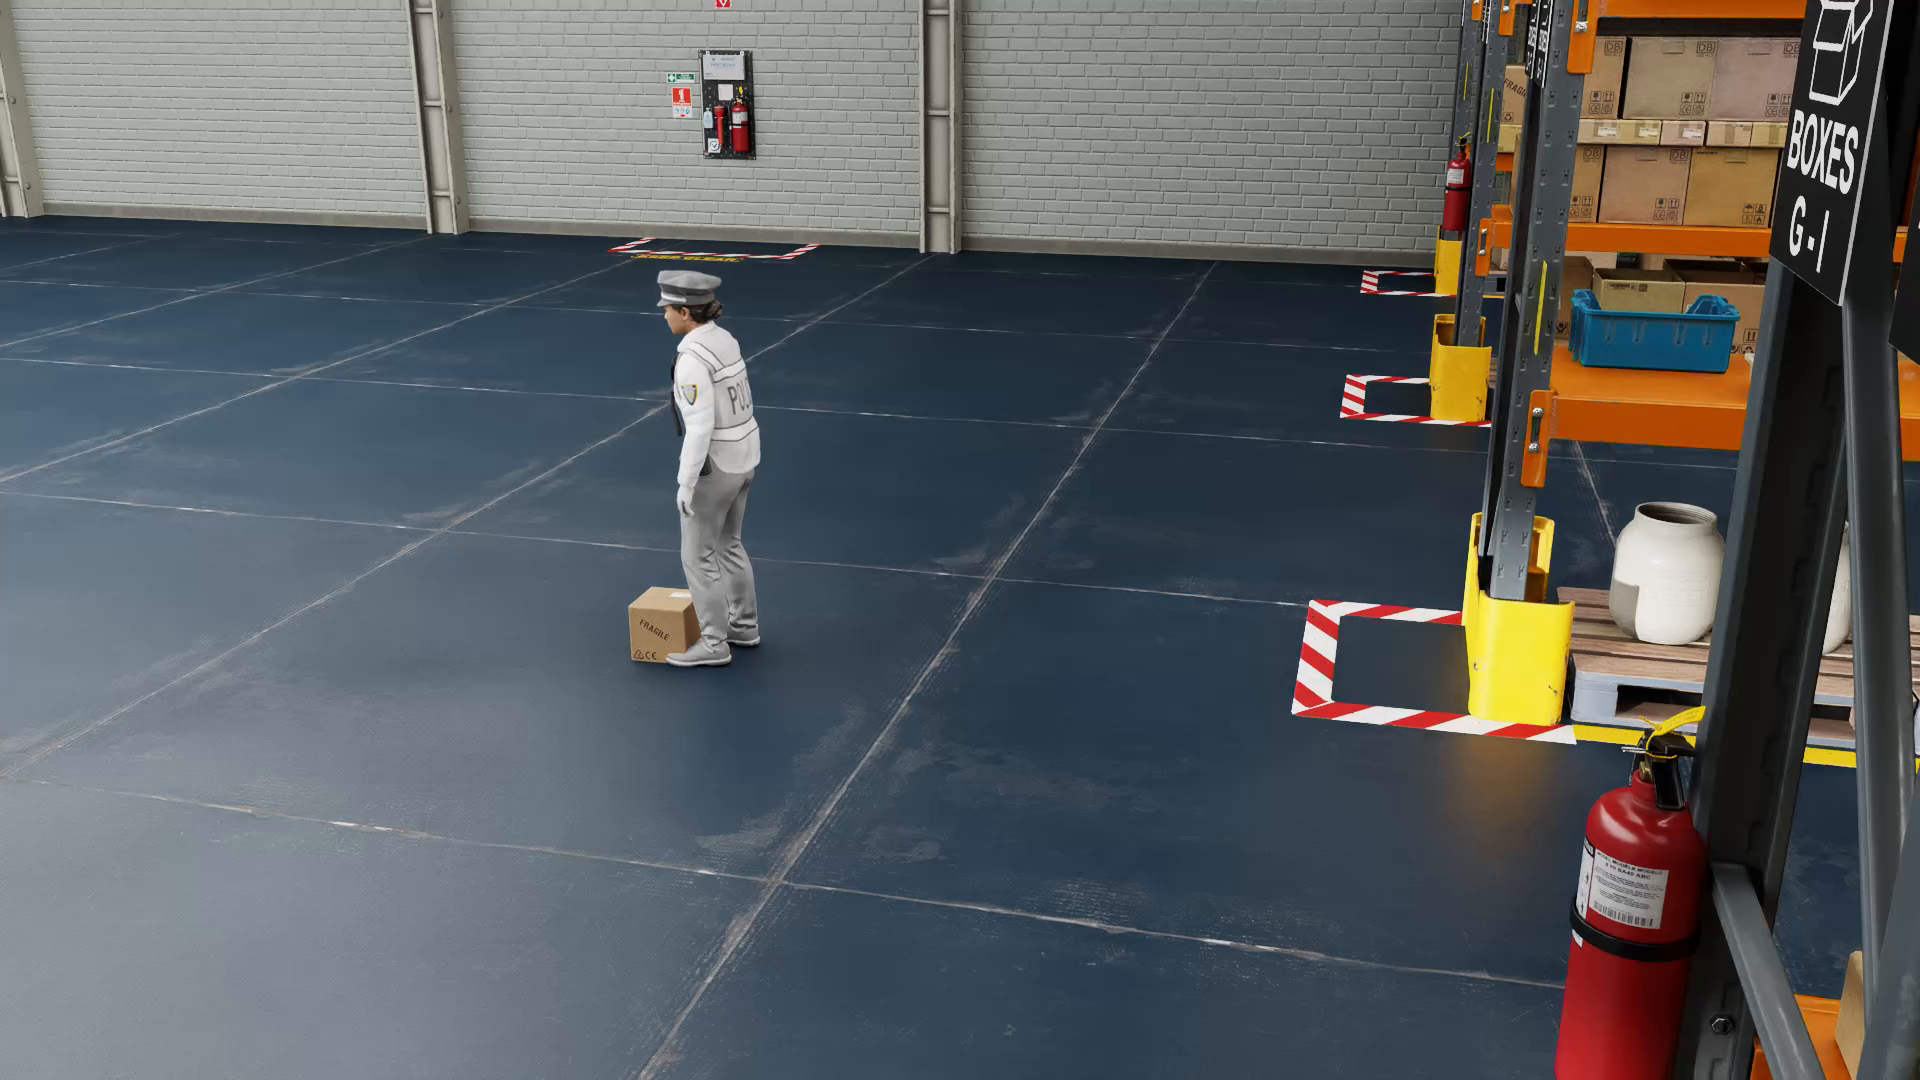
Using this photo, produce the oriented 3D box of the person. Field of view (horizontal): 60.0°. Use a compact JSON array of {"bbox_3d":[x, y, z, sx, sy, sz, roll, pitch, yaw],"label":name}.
[{"bbox_3d":[-1.045,-0.284,6.907,0.405,1.663,0.540,4,19,12],"label":"person"}]
